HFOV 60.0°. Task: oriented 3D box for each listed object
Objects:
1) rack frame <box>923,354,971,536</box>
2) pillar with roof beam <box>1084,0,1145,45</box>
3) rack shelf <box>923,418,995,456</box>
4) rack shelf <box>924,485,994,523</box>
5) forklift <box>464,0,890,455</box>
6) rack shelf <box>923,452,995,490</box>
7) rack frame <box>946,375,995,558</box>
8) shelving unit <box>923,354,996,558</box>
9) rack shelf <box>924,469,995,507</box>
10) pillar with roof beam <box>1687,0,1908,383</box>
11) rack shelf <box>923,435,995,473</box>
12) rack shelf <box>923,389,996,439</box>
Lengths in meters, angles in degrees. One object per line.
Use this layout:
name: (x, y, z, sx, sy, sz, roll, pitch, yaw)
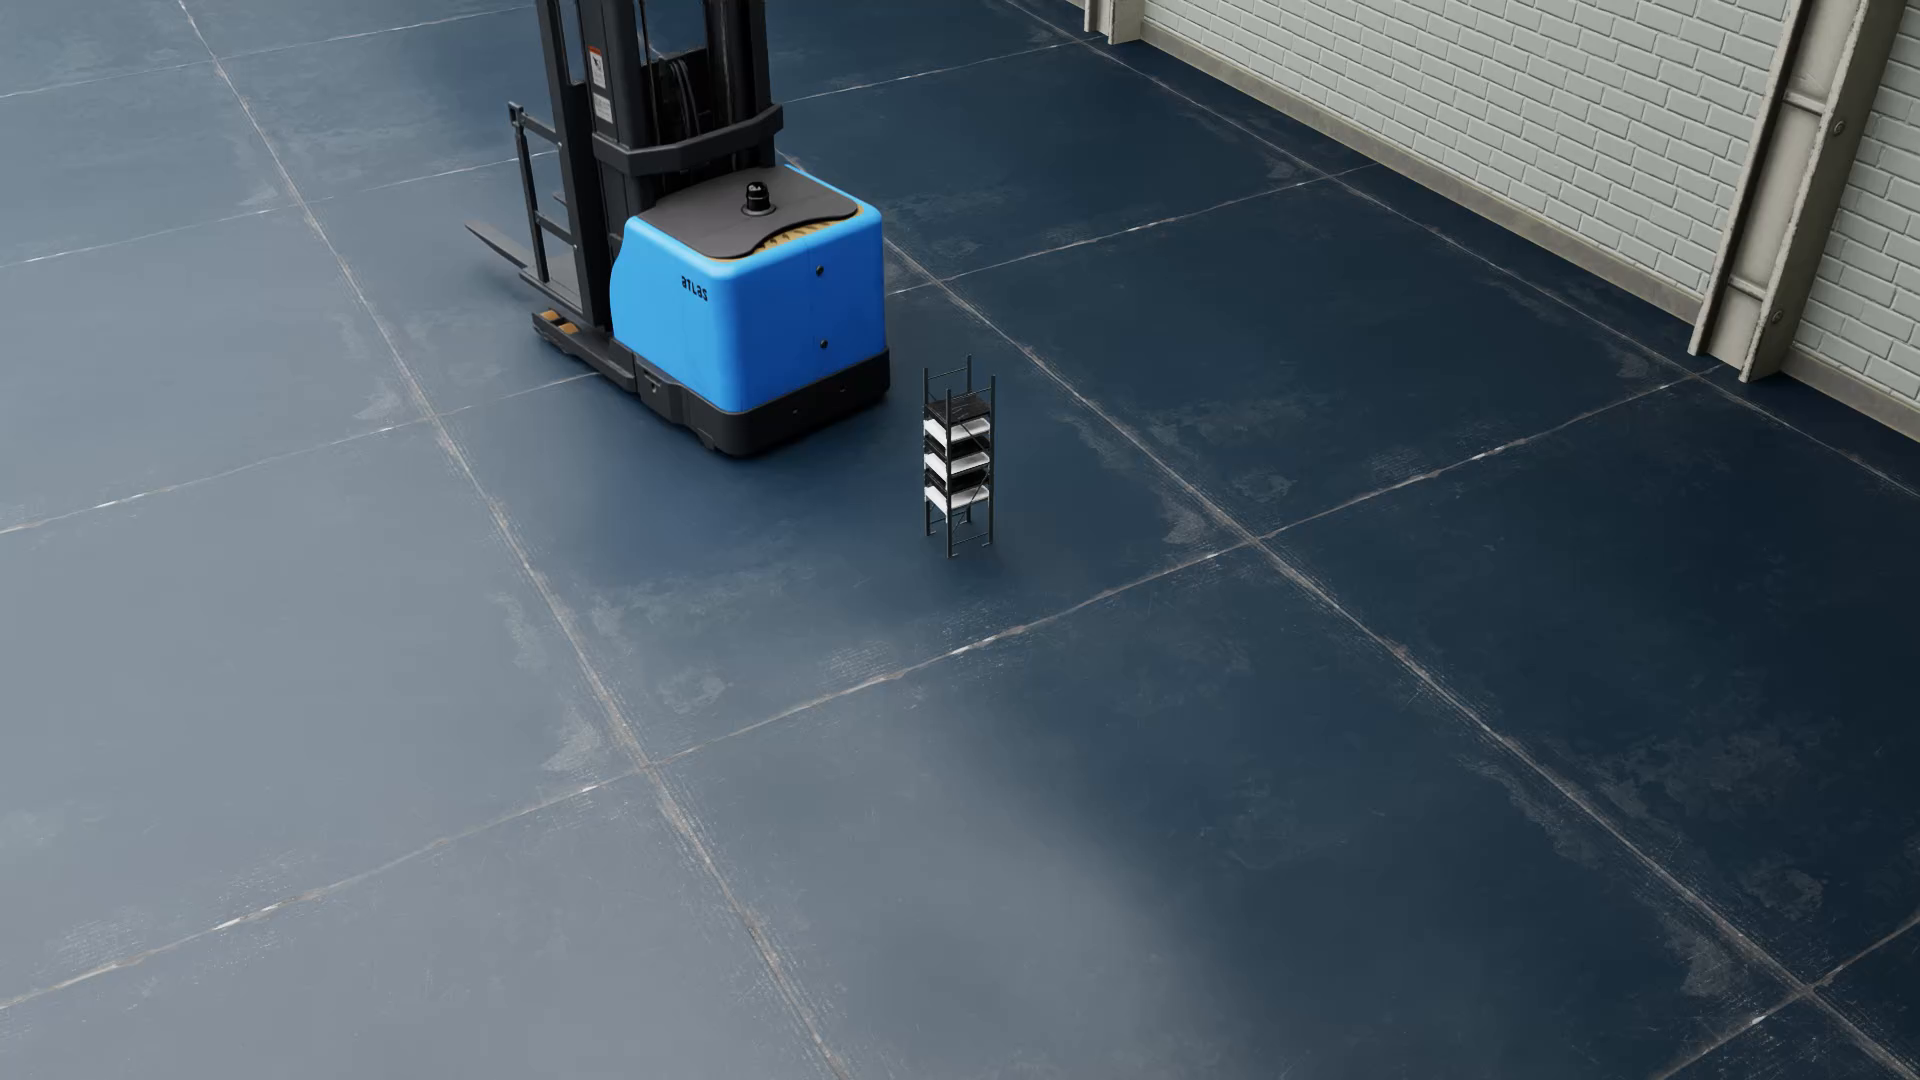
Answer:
rack frame: (-0.055, -0.419, 7.561, 0.240, 0.900, 0.006, -19, 40, -24)
pillar with roof beam: (-2.496, -6.402, 8.886, 9.100, 9.000, 0.400, -19, 40, -24)
rack shelf: (-0.004, -0.486, 7.404, 0.258, 0.077, 0.200, -19, 40, -24)
rack shelf: (-0.004, -0.195, 7.616, 0.258, 0.077, 0.200, -19, 40, -24)
forklift: (-1.725, -2.388, 8.534, 1.130, 2.935, 3.031, -28, 45, -33)
rack shelf: (-0.004, -0.341, 7.510, 0.258, 0.077, 0.200, -19, 40, -24)
rack frame: (0.047, -0.316, 7.419, 0.240, 0.900, 0.006, -19, 40, -24)
shelving unit: (-0.004, -0.368, 7.490, 0.258, 0.900, 0.210, -19, 40, -24)
rack shelf: (-0.004, -0.268, 7.563, 0.258, 0.077, 0.200, -19, 40, -24)
pillar with roof beam: (0.519, -3.342, 4.697, 9.100, 9.000, 0.400, -19, 40, -24)
rack shelf: (-0.004, -0.413, 7.457, 0.258, 0.077, 0.200, -19, 40, -24)
rack shelf: (-0.004, -0.559, 7.351, 0.258, 0.077, 0.200, -19, 40, -24)
